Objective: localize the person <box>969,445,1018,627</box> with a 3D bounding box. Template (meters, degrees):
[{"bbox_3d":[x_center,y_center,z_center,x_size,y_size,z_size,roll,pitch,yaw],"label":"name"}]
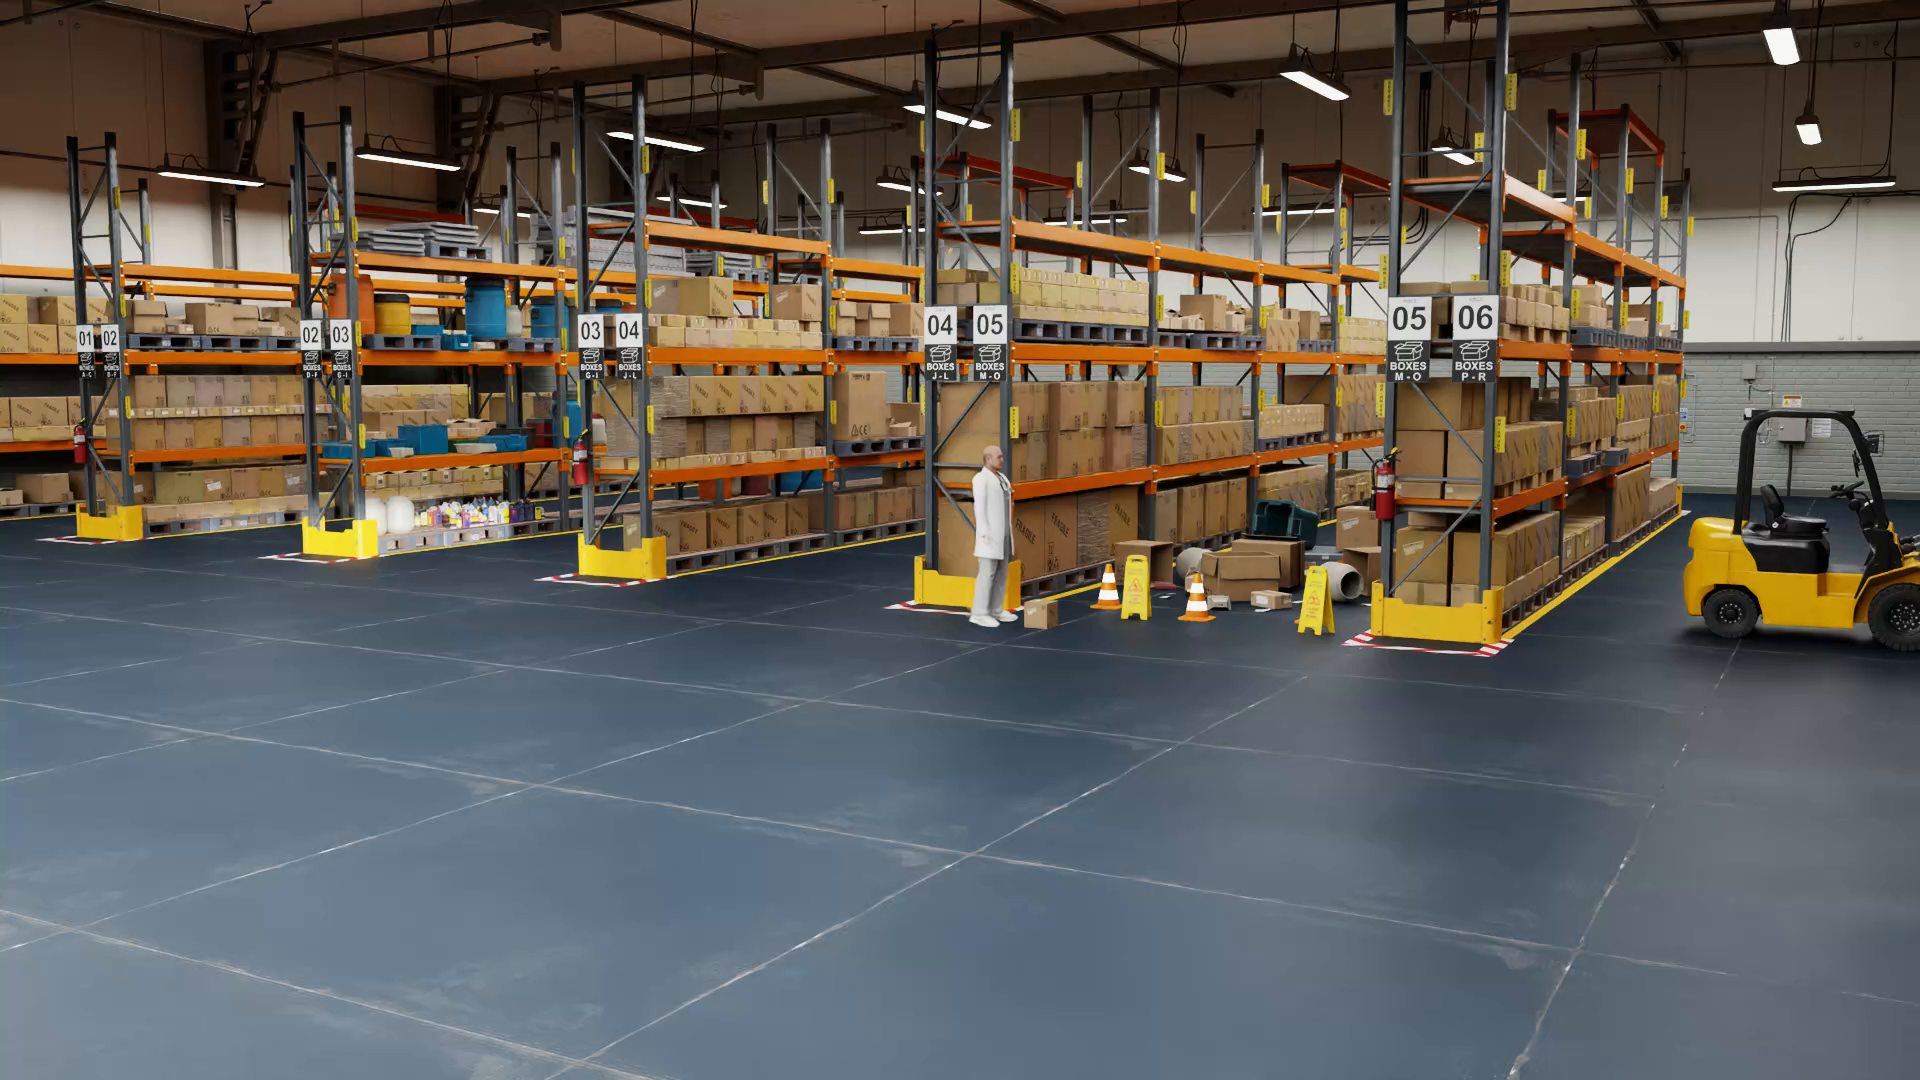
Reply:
[{"bbox_3d":[0.343,-0.046,16.613,0.395,1.795,0.565,3,7,29],"label":"person"}]
